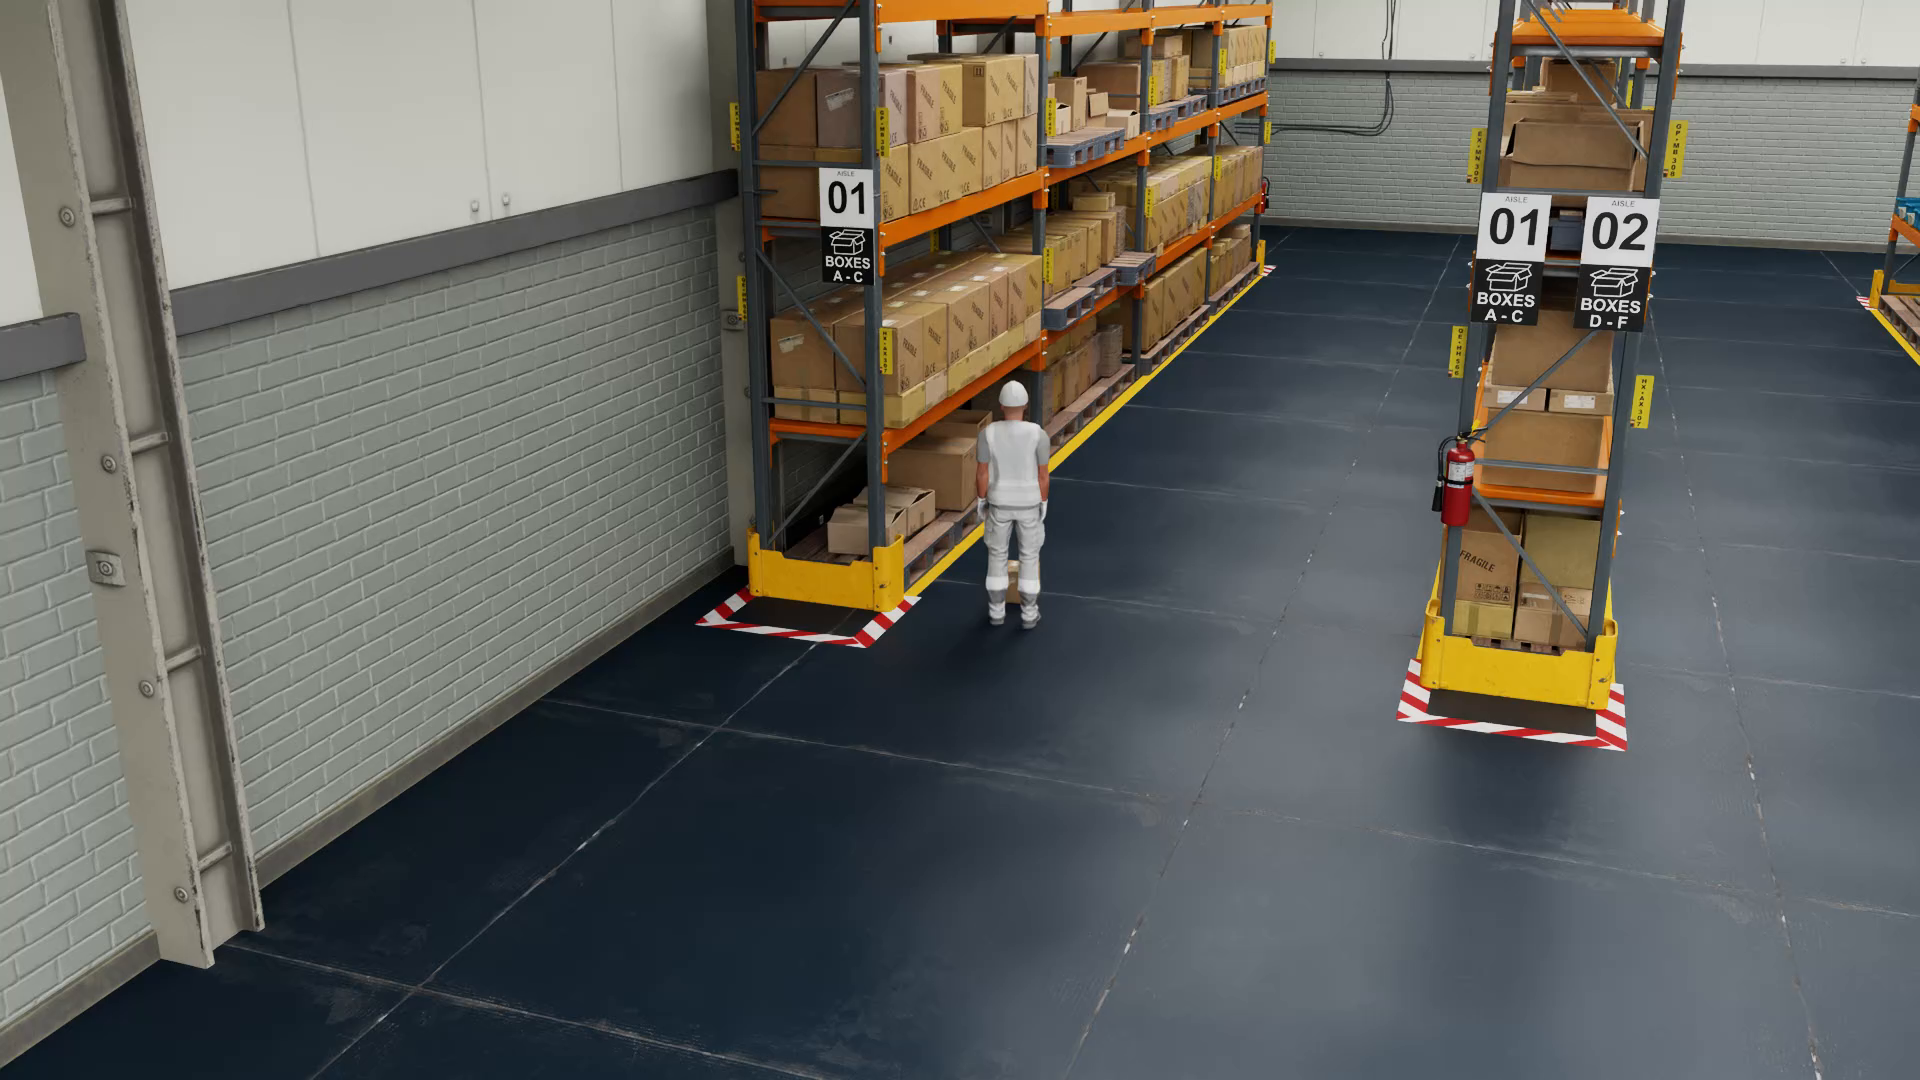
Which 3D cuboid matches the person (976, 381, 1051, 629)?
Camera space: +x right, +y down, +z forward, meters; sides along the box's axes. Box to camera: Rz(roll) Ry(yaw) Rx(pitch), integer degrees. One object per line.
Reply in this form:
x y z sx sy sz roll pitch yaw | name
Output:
0.377 -0.258 11.796 0.524 1.786 0.352 2 19 7 | person
